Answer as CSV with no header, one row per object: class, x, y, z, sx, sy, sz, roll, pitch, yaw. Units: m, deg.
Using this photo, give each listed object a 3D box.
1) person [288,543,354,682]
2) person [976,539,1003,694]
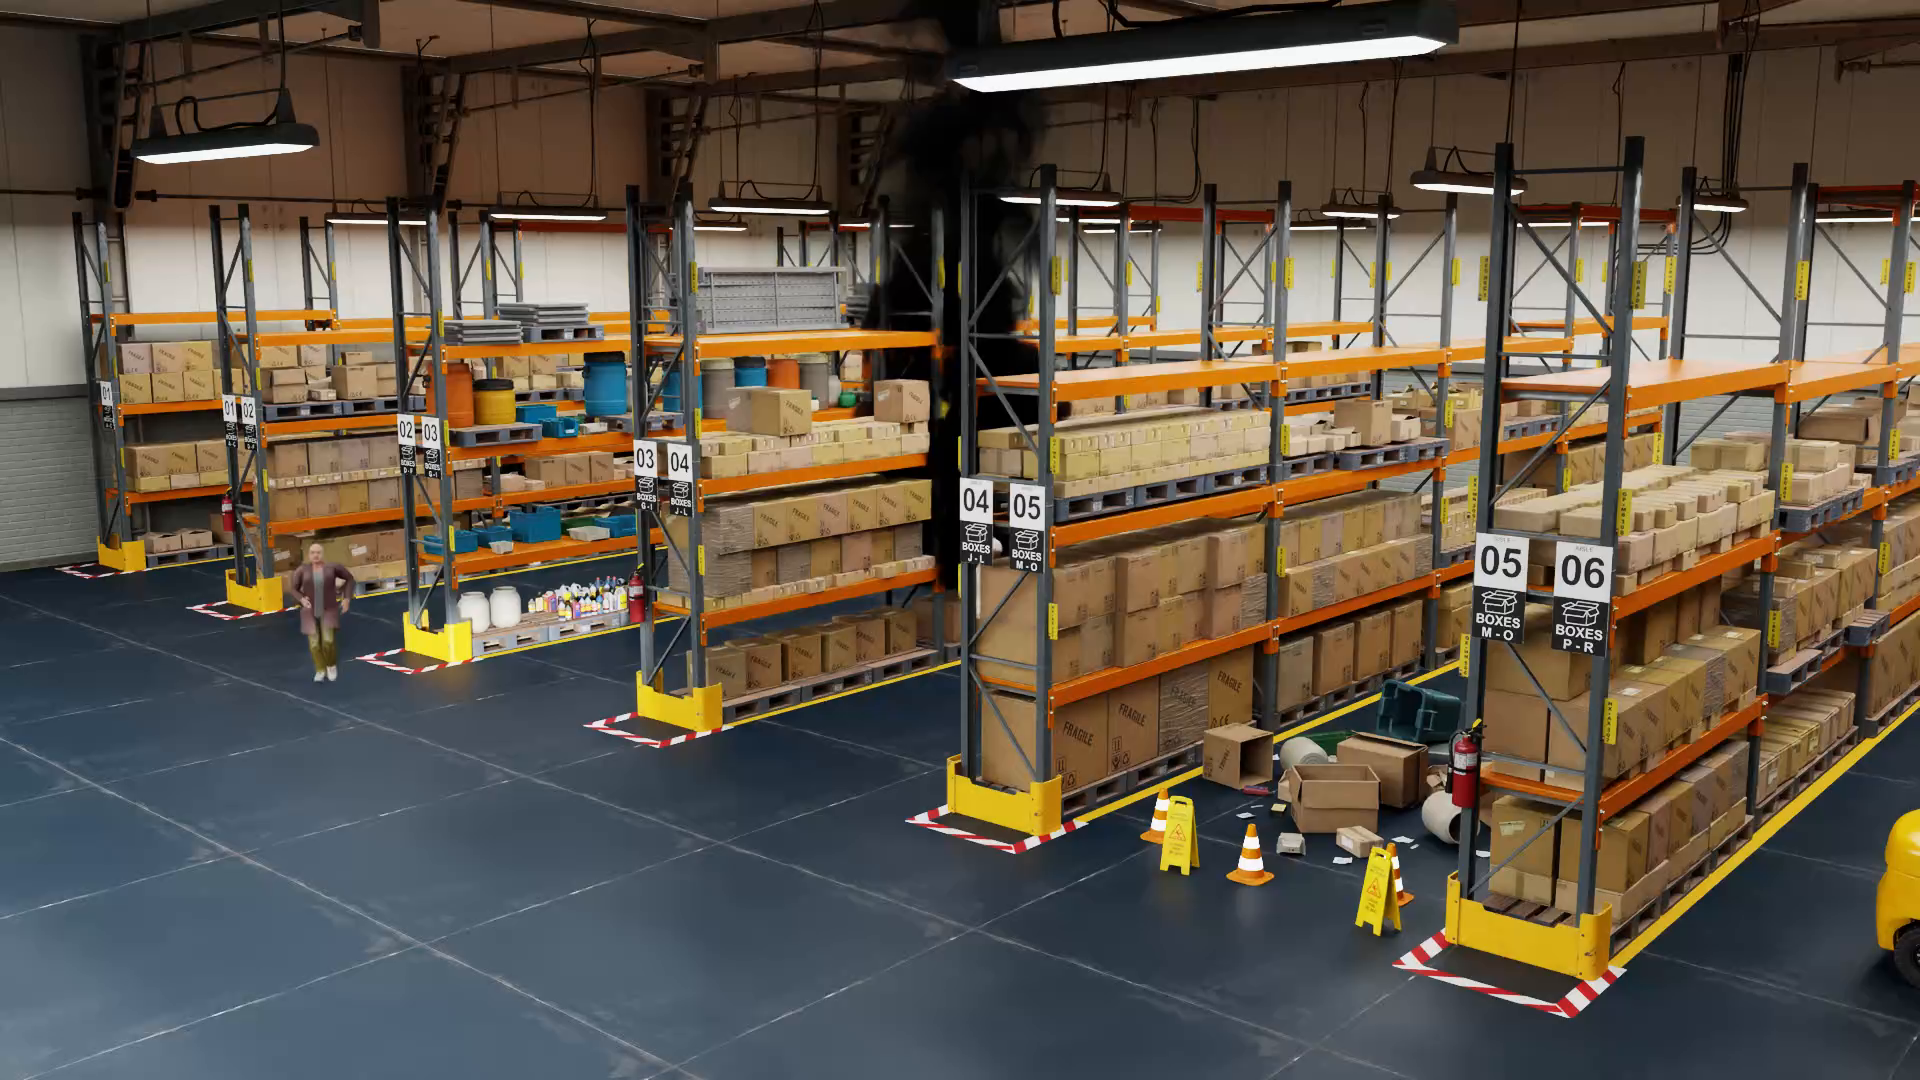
person,-7.874,0.915,20.527,0.746,1.756,0.694,-3,10,-15
person,0.346,0.885,18.816,0.701,1.807,0.923,6,11,32
